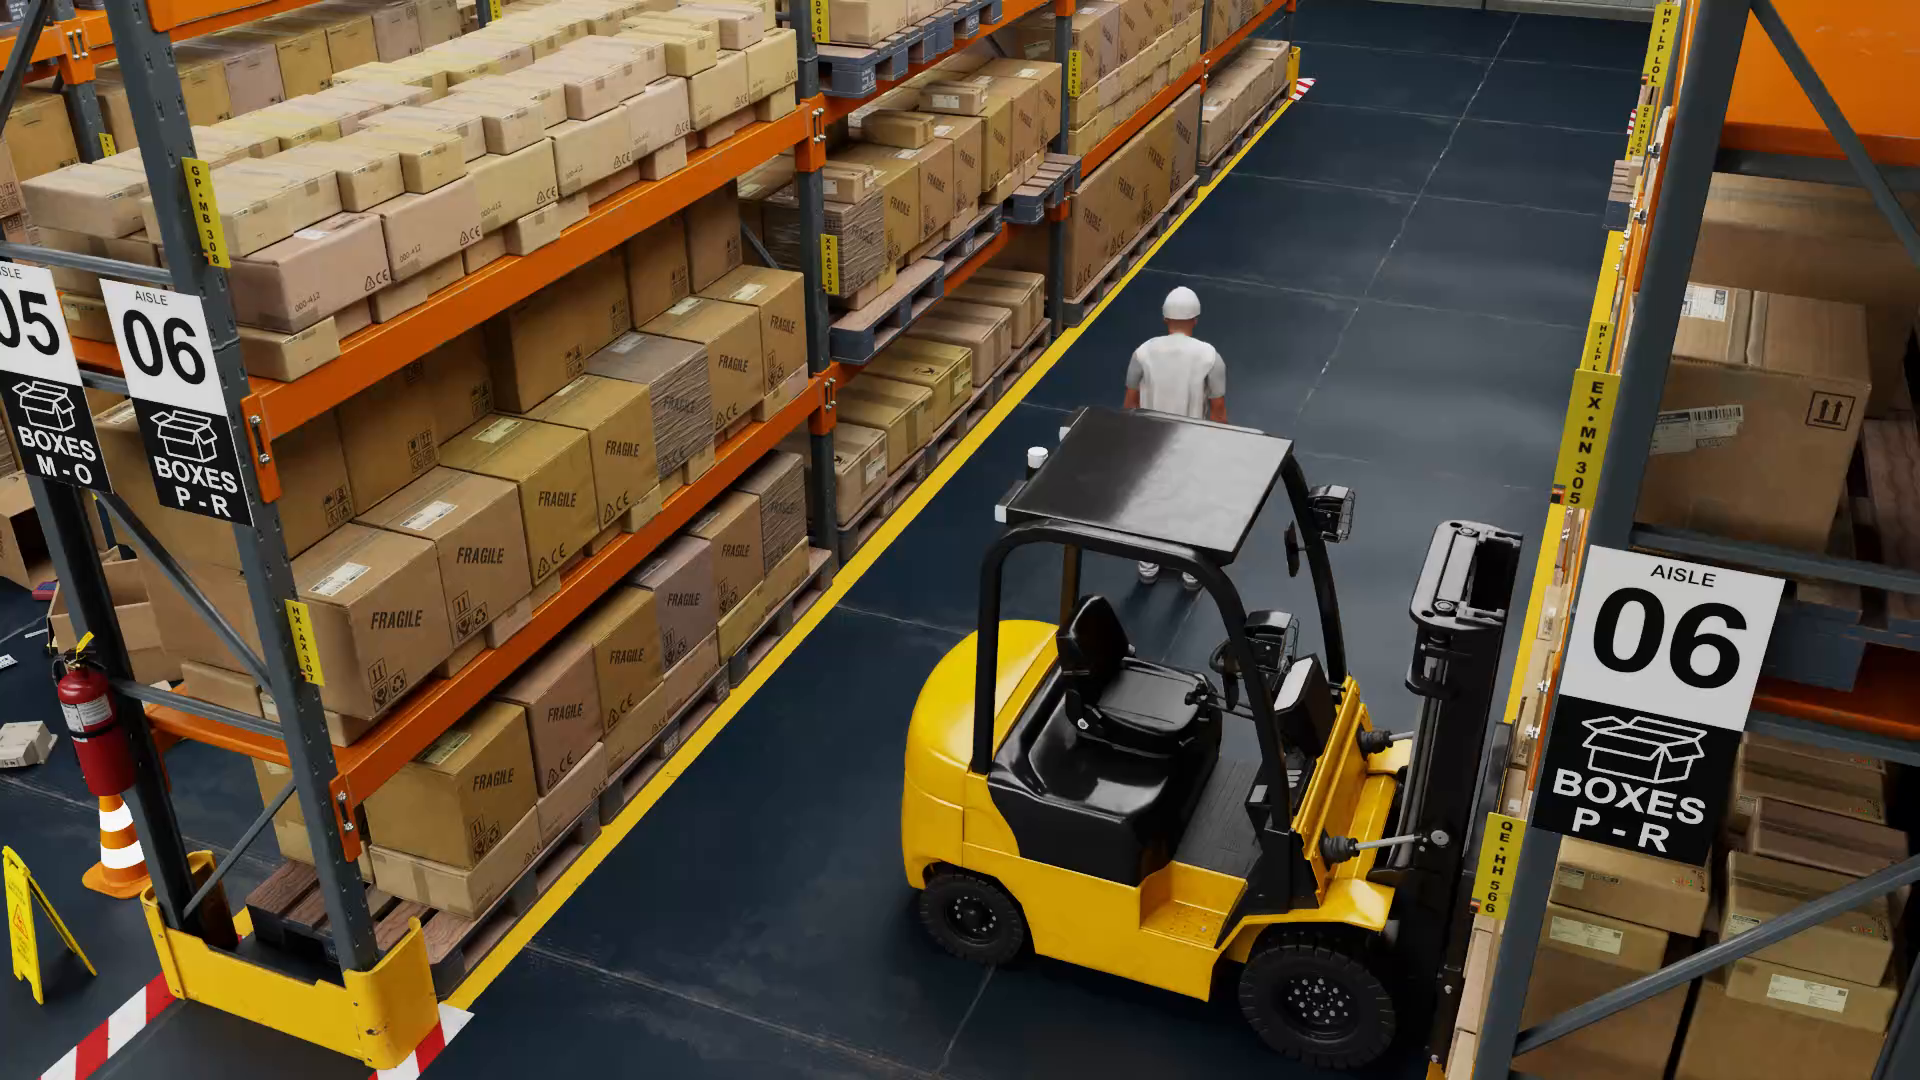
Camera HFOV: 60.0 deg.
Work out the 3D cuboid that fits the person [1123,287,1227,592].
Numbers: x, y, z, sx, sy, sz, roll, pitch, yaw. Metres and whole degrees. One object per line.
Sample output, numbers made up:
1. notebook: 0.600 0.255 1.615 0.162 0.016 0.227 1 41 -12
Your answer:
1. person: 1.209 -0.555 9.372 0.617 1.778 0.453 9 31 16
